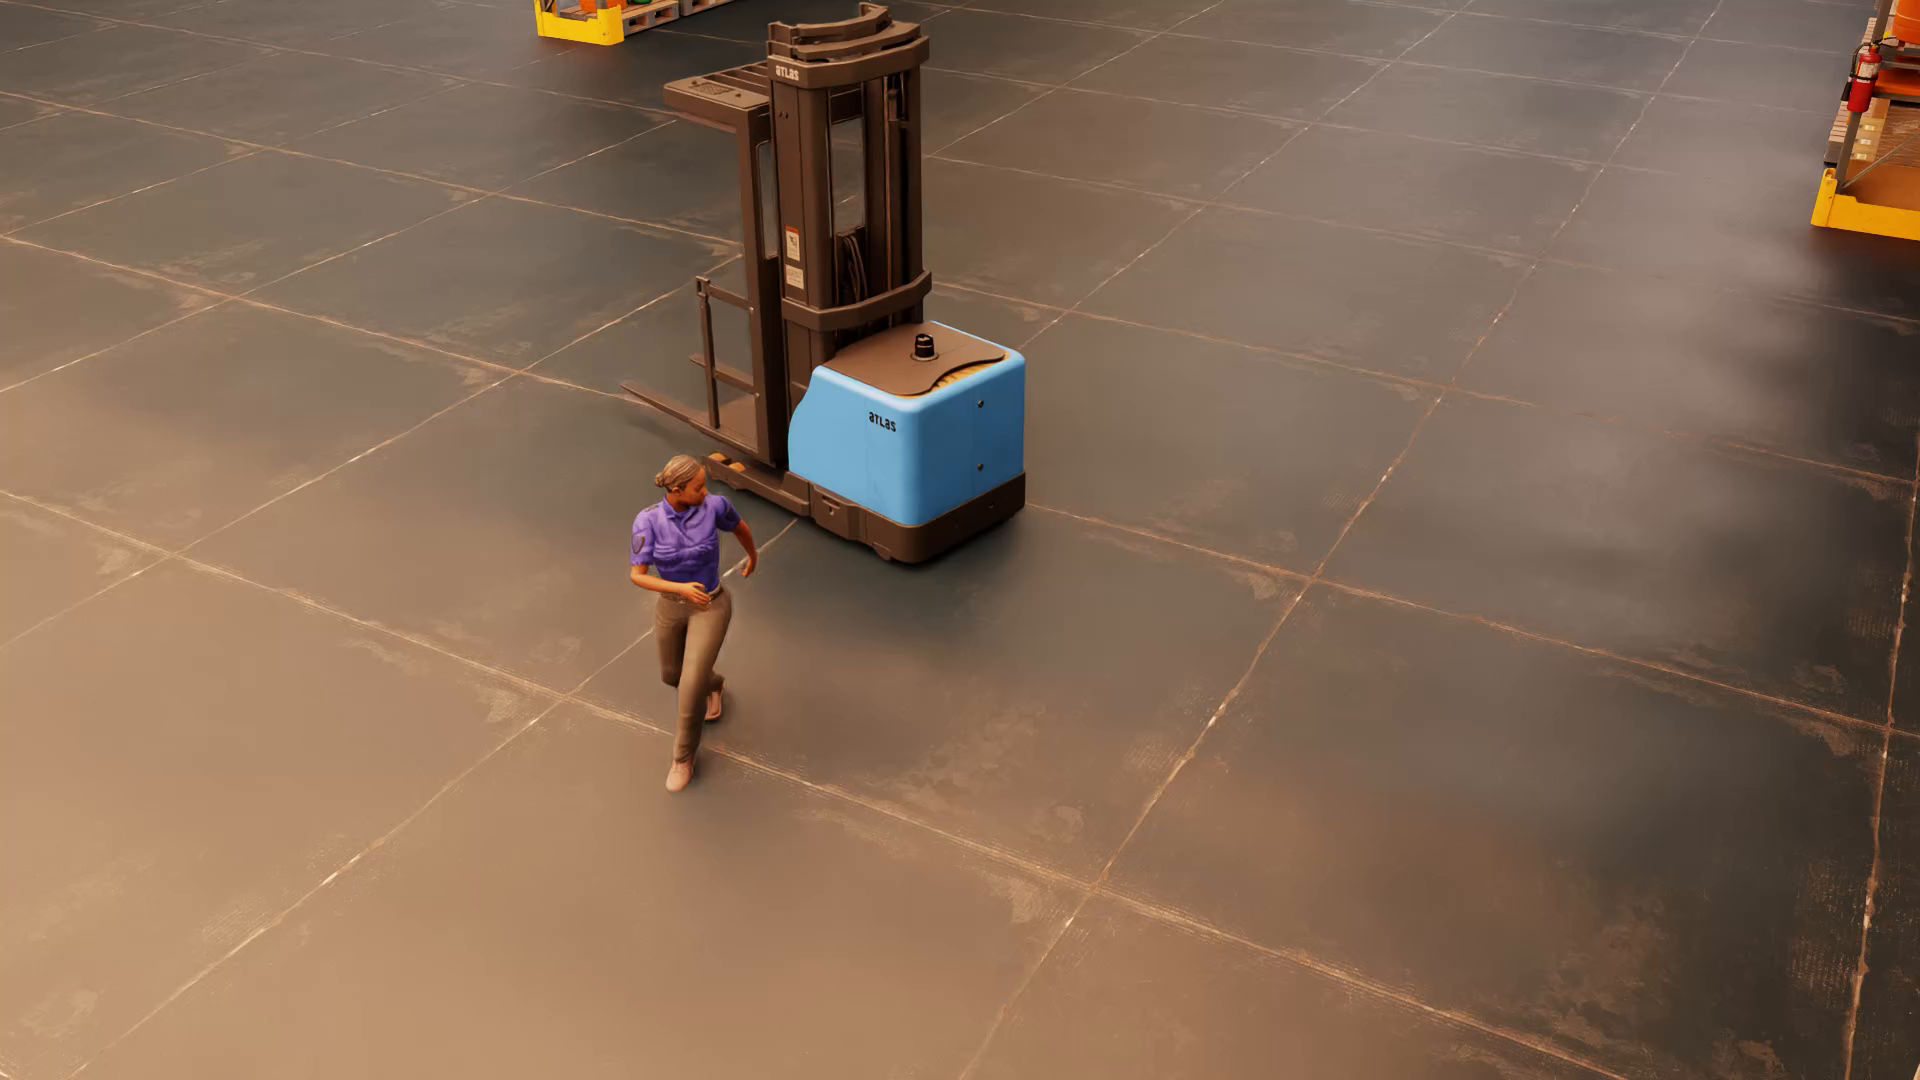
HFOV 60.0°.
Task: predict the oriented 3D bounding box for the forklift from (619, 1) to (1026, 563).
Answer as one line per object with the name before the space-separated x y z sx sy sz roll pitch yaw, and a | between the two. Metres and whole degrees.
forklift | -1.018 -1.760 10.121 3.031 2.935 1.130 25 38 36

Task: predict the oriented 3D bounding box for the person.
person | -1.278 0.323 7.912 0.470 1.596 0.890 4 30 7
